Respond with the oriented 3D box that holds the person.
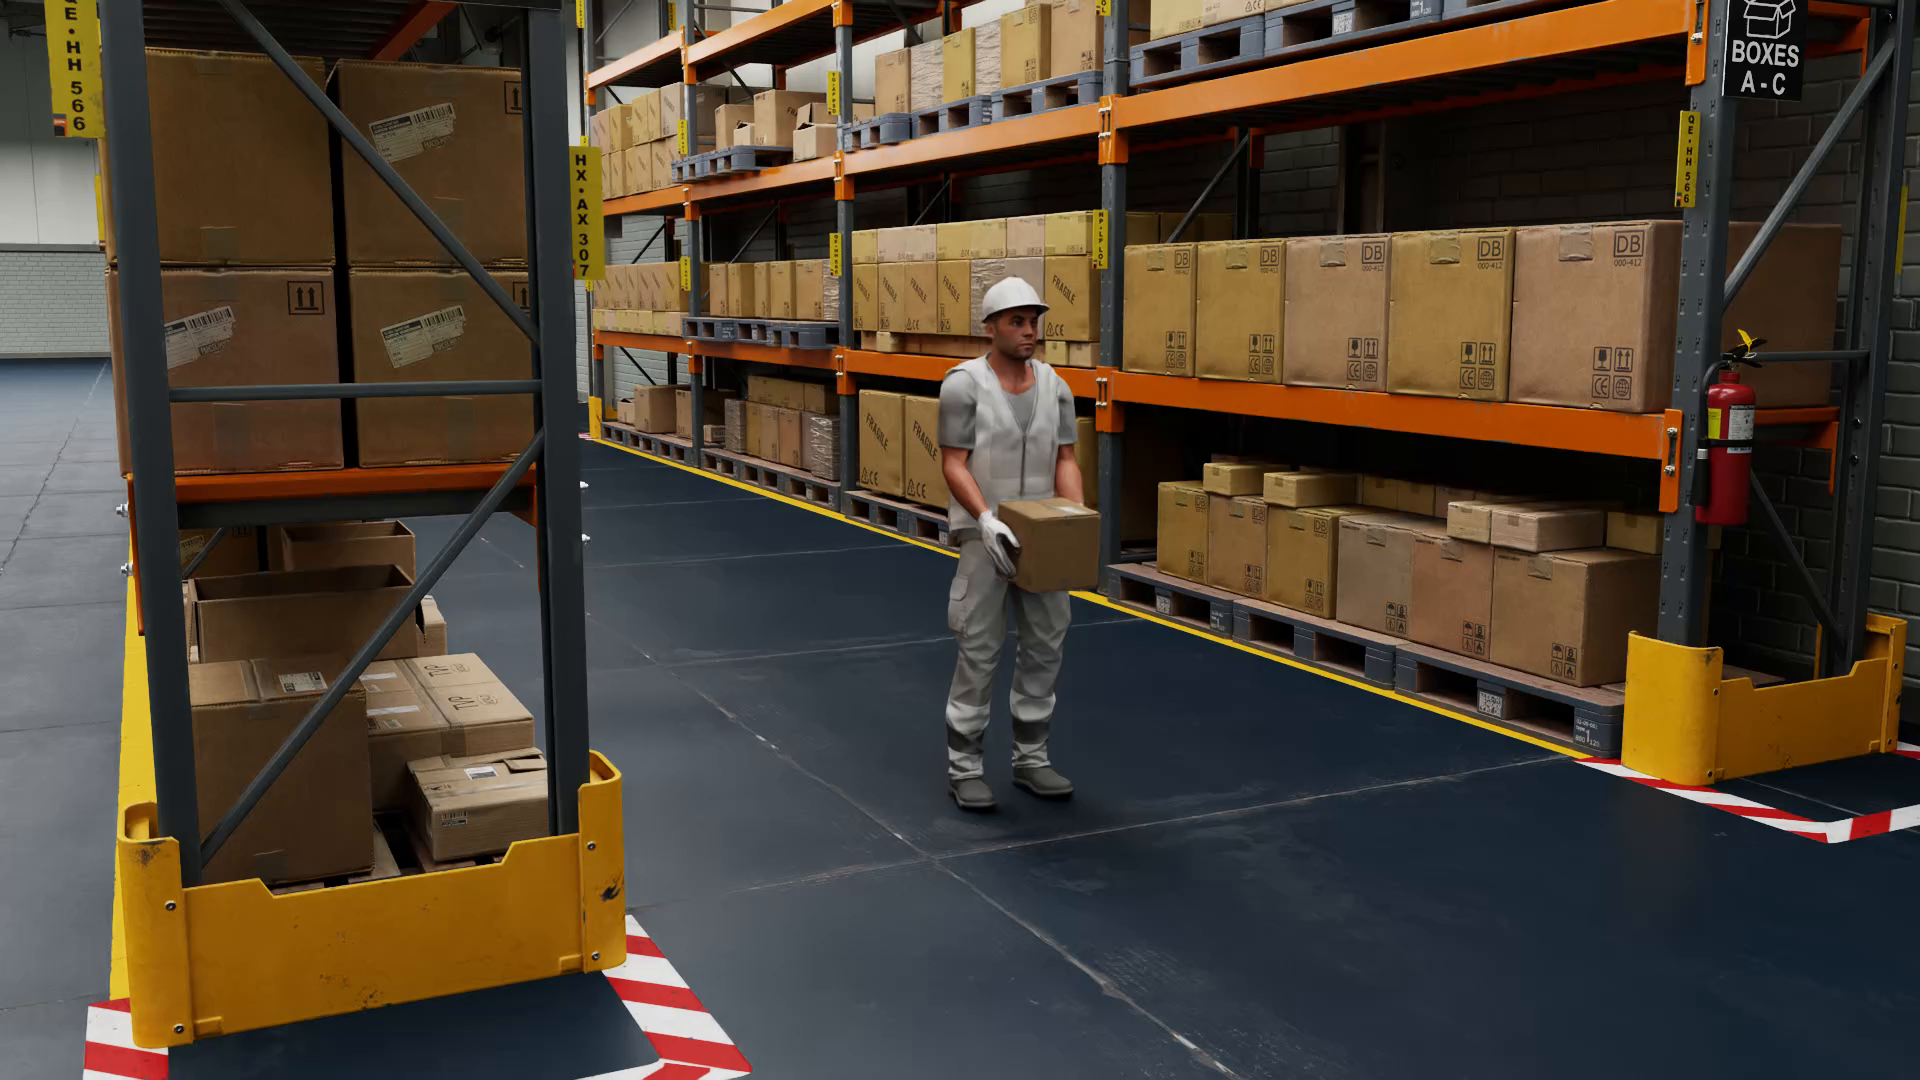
[{"bbox_3d":[0.201,0.010,5.675,0.529,1.794,0.498,-4,9,-27],"label":"person"}]
